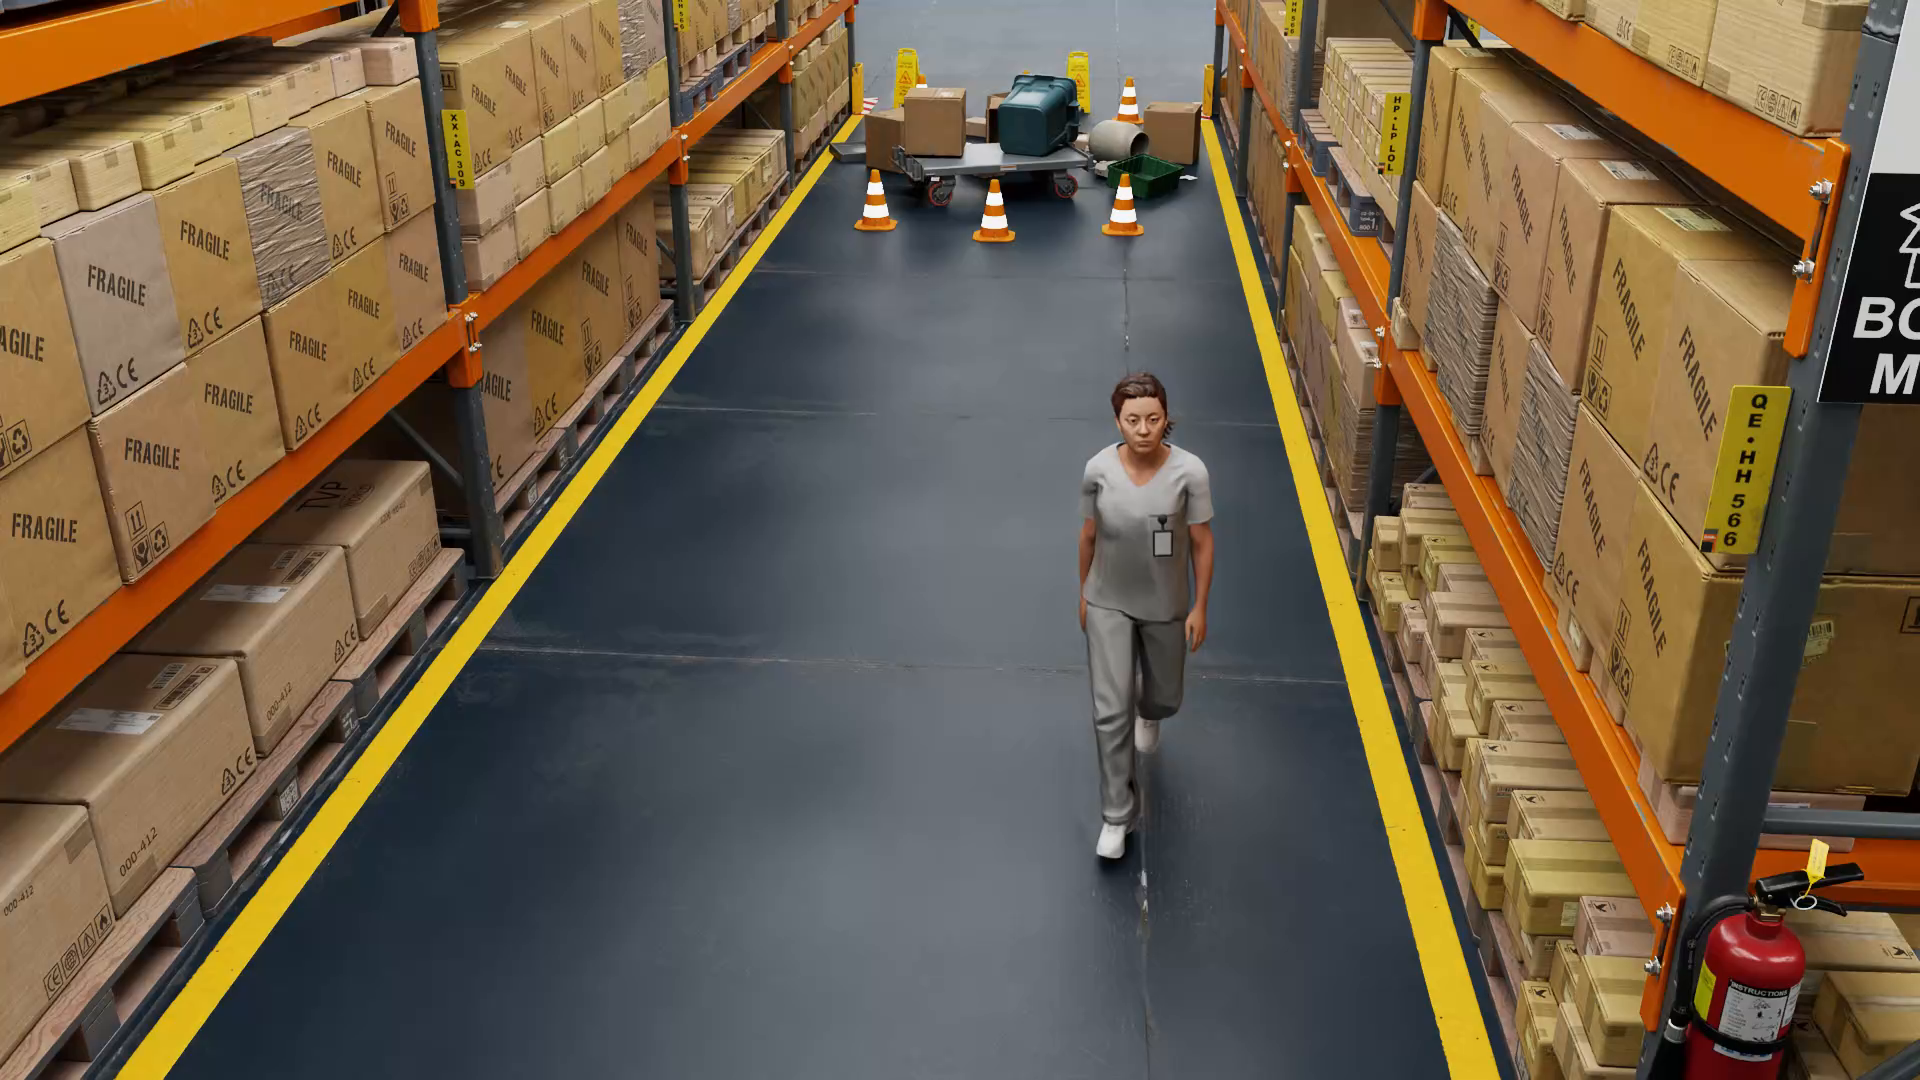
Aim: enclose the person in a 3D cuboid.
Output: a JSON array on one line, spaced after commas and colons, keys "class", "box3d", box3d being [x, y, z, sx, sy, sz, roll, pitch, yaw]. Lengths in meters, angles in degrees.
[{"class": "person", "box3d": [0.626, 0.189, 5.688, 0.456, 1.637, 0.891, 3, 25, 7]}]
